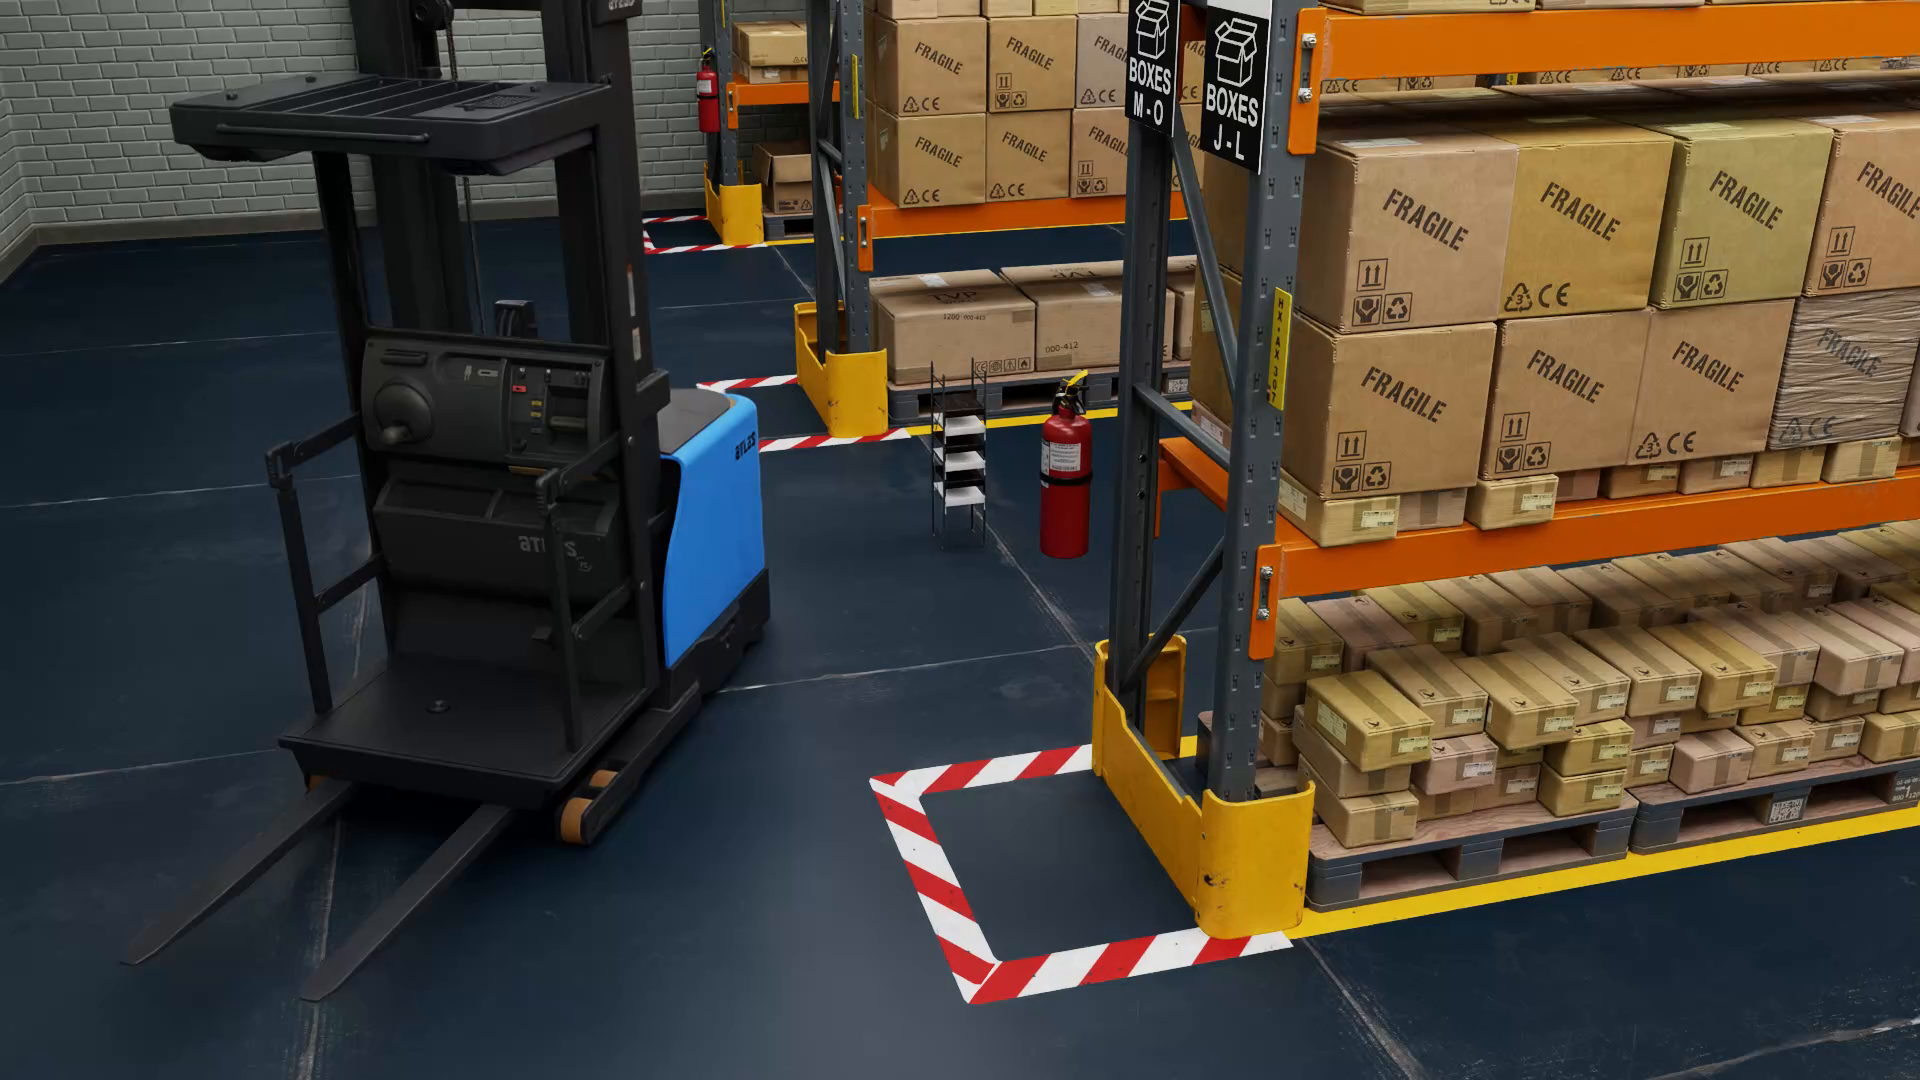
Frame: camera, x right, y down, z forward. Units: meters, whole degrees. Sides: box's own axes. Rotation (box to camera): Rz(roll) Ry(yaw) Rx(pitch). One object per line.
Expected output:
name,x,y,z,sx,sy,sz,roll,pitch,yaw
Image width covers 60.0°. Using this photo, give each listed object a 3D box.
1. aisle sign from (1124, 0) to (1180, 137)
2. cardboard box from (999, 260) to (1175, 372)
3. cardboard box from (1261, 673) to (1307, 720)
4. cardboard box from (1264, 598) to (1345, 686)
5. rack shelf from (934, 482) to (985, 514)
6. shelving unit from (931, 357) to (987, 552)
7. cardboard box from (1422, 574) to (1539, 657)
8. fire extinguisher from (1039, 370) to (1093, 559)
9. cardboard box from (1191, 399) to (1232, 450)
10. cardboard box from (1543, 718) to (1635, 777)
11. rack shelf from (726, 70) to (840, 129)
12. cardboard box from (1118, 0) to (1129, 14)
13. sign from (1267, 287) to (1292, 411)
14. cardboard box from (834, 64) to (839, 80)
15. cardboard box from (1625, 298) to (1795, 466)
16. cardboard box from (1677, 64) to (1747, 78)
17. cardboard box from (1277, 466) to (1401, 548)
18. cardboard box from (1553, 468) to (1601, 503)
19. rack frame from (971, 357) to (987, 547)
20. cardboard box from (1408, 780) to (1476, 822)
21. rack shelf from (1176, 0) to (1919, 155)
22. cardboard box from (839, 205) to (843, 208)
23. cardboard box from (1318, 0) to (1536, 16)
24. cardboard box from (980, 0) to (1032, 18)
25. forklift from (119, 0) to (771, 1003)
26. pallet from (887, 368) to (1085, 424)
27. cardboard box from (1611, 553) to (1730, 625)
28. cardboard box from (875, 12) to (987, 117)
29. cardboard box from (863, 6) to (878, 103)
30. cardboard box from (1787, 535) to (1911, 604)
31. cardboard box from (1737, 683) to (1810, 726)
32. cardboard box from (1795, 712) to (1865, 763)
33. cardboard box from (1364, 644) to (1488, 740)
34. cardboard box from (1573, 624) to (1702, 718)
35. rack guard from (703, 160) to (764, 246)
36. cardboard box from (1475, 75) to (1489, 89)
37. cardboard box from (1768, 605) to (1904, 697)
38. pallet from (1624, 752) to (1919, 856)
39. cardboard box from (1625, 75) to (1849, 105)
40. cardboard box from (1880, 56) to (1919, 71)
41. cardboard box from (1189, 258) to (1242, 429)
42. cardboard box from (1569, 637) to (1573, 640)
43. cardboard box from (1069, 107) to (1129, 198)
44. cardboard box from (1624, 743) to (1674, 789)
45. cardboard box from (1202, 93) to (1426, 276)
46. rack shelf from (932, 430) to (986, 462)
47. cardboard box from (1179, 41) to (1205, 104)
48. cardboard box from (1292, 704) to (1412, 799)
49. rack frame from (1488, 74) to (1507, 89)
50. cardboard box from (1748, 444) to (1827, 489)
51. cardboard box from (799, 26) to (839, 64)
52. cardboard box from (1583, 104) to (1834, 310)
aisle sign,0.578,-1.634,4.956,0.004,0.787,0.394,-6,24,-14
cardboard box,0.782,-1.426,10.486,0.875,0.438,0.875,-6,24,-13
cardboard box,1.160,0.483,6.026,0.250,0.149,0.380,-7,24,-16
cardboard box,1.170,0.358,5.939,0.250,0.149,0.380,-6,24,-14
rack shelf,-0.008,-0.217,8.155,0.200,0.077,0.258,-6,24,-14
shelving unit,-0.008,-0.413,8.071,0.210,0.900,0.258,-6,24,-14
cardboard box,1.909,0.274,6.136,0.250,0.149,0.380,-7,24,-16
fire extinguisher,0.362,-0.274,5.656,0.183,0.674,0.296,-6,24,-14
cardboard box,0.967,-0.359,5.602,0.250,0.149,0.380,-6,24,-14
cardboard box,2.070,0.636,5.670,0.250,0.149,0.380,-6,24,-13
rack shelf,-0.124,-3.968,14.606,4.000,0.370,1.077,-6,24,-14
cardboard box,0.964,-3.070,9.384,0.250,0.149,0.380,-6,24,-14
sign,0.876,-0.525,4.571,0.005,0.325,0.100,-6,24,-14
cardboard box,-1.183,-3.987,14.056,0.250,0.149,0.380,-7,24,-15
cardboard box,2.219,-0.572,5.276,0.500,0.500,0.500,-6,24,-14
cardboard box,4.613,-3.188,10.480,0.500,0.500,0.500,-7,24,-16
cardboard box,1.129,-0.127,5.061,0.250,0.149,0.380,-7,24,-15
cardboard box,1.849,-0.258,5.366,0.250,0.149,0.380,-5,24,-12
rack frame,0.090,-0.424,8.096,0.006,0.900,0.240,-6,24,-14
cardboard box,1.550,0.791,5.685,0.250,0.149,0.380,-6,24,-15
rack shelf,2.655,-1.594,5.268,4.000,0.370,1.077,-6,24,-14
cardboard box,-1.016,-3.028,14.586,0.250,0.149,0.380,-7,24,-16
cardboard box,1.230,-1.593,4.545,0.500,0.250,0.500,-5,24,-12
cardboard box,0.226,-2.977,9.166,0.250,0.149,0.380,-6,24,-13
forklift,-1.718,-0.457,5.598,1.130,2.935,3.031,6,24,14
pallet,0.043,-1.035,10.394,1.213,0.211,1.003,-6,24,-14
cardboard box,2.681,0.200,6.309,0.250,0.149,0.380,-6,24,-14
cardboard box,-0.166,-2.650,9.227,0.500,0.500,0.500,-7,24,-16
cardboard box,-0.306,-2.849,9.690,0.500,0.500,0.500,-6,24,-13
cardboard box,3.436,0.132,6.467,0.250,0.149,0.380,-7,24,-16
cardboard box,2.812,0.502,5.982,0.250,0.149,0.380,-5,24,-12
cardboard box,3.029,0.642,6.033,0.250,0.149,0.380,-6,24,-13
cardboard box,1.558,0.509,5.588,0.250,0.149,0.380,-6,24,-13
cardboard box,2.321,0.447,5.732,0.250,0.149,0.380,-5,24,-12
rack guard,-1.977,-2.945,14.479,0.348,0.500,1.175,-6,24,-14
cardboard box,3.505,-2.927,10.825,0.500,0.250,0.500,-6,24,-14
cardboard box,3.072,0.388,5.869,0.250,0.149,0.380,-7,24,-16
pallet,2.766,0.739,6.260,1.213,0.211,1.003,-6,24,-14
cardboard box,2.597,-1.288,5.677,0.500,0.500,0.500,-7,24,-16
cardboard box,6.078,-3.347,10.851,0.500,0.500,0.500,-6,24,-13
cardboard box,1.092,-0.661,5.482,0.500,0.500,0.500,-6,24,-13
cardboard box,2.155,0.367,6.296,0.250,0.149,0.380,-6,24,-14
cardboard box,0.808,-2.301,9.682,0.500,0.500,0.500,-6,24,-15
cardboard box,2.283,0.713,5.867,0.250,0.149,0.380,-6,24,-14
cardboard box,1.102,-1.118,5.280,0.500,0.500,0.500,-7,24,-15
rack shelf,-0.008,-0.465,8.048,0.200,0.077,0.258,-6,24,-14
cardboard box,1.303,-2.819,9.620,0.500,0.500,0.500,-6,24,-14
cardboard box,1.303,0.689,5.545,0.250,0.149,0.380,-5,24,-12
rack frame,3.146,-2.627,10.569,0.127,3.000,1.000,-6,24,-14
cardboard box,2.618,-0.313,5.494,0.250,0.149,0.380,-5,24,-12
cardboard box,-1.055,-4.153,13.938,0.500,0.250,0.500,-6,24,-14
cardboard box,2.224,-1.025,5.063,0.500,0.500,0.500,-7,24,-16
